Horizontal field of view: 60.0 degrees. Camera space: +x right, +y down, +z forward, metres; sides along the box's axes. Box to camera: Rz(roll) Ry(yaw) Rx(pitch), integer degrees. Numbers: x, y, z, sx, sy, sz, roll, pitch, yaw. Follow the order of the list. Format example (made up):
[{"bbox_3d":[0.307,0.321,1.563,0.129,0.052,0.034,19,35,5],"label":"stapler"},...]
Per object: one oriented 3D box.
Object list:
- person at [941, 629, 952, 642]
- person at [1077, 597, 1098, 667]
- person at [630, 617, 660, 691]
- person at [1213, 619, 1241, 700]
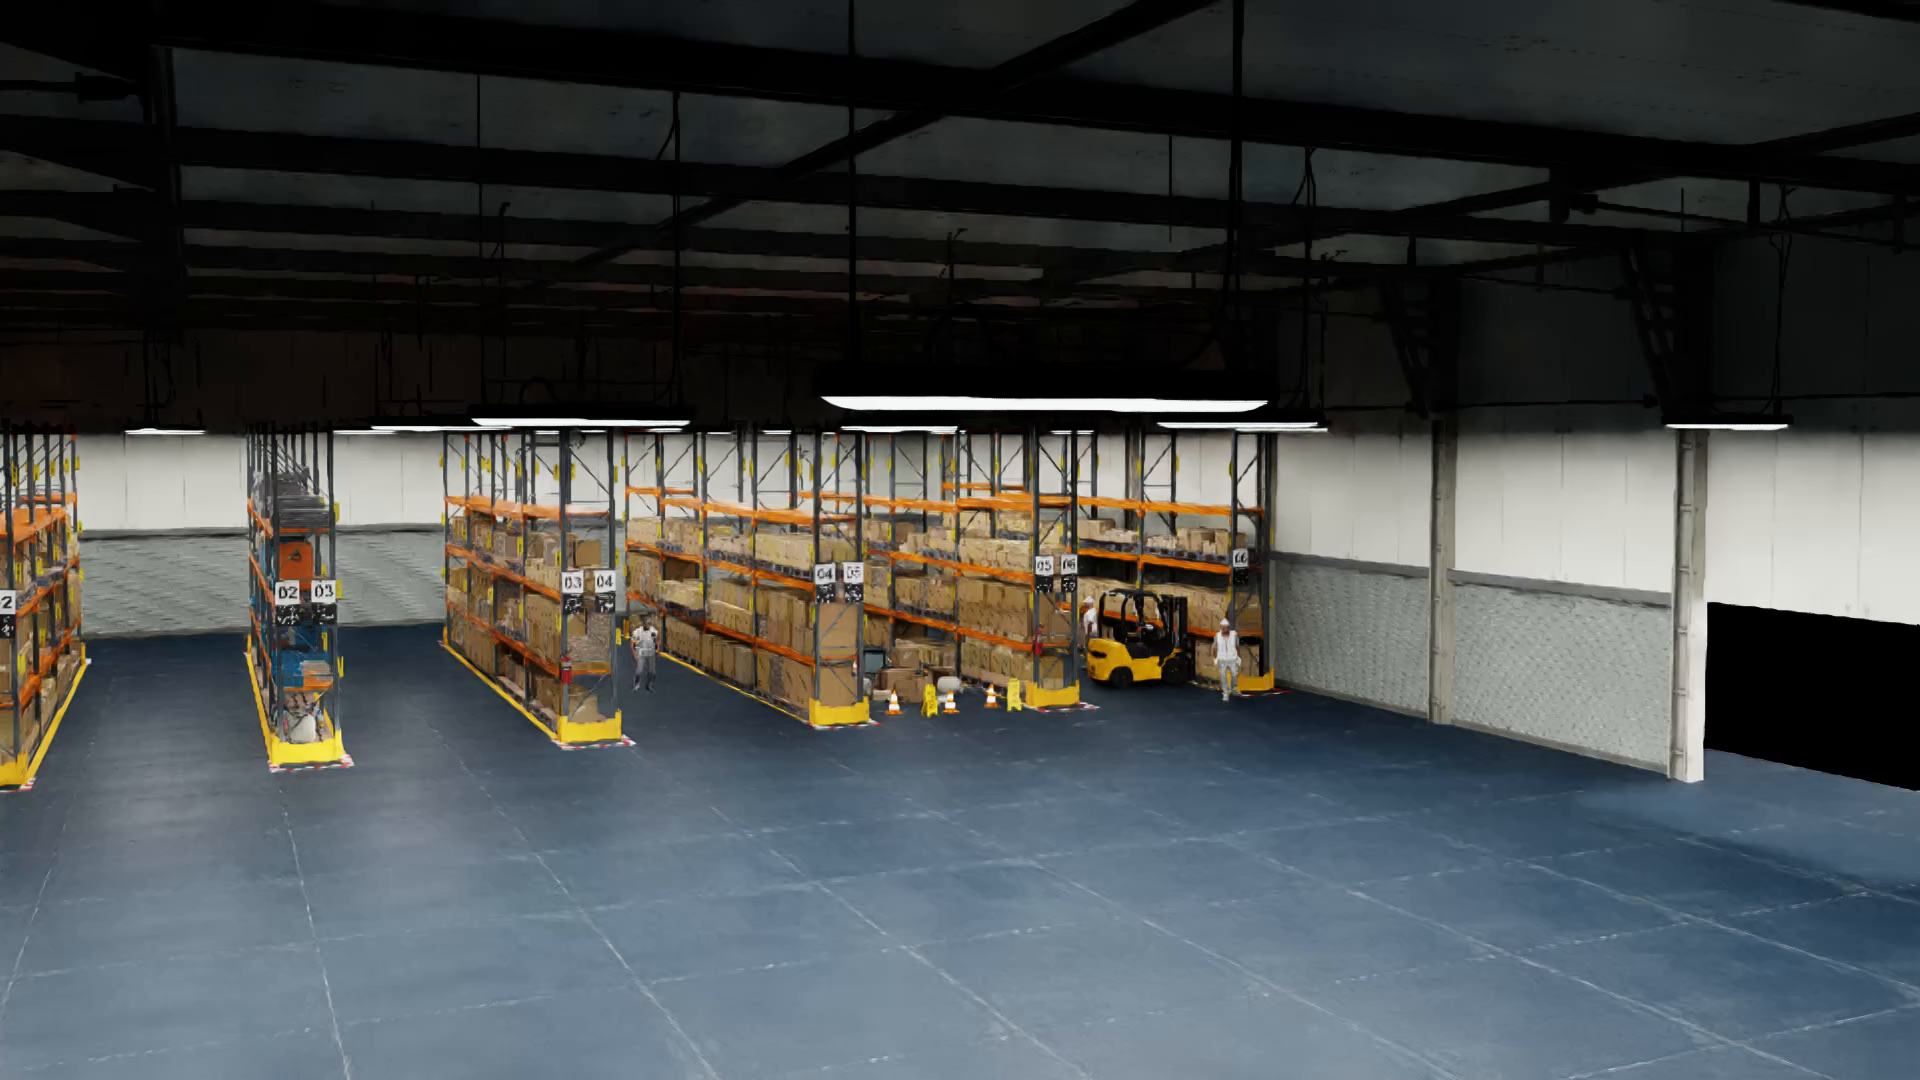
[{"bbox_3d":[-0.313,2.103,44.343,0.537,1.677,0.415,2,4,34],"label":"person"},{"bbox_3d":[3.164,2.272,40.886,0.579,1.763,0.676,0,4,2],"label":"person"},{"bbox_3d":[-7.051,2.544,37.225,0.682,1.715,0.542,-2,4,-26],"label":"person"},{"bbox_3d":[5.798,2.582,36.066,0.601,1.777,0.562,1,4,12],"label":"person"}]
